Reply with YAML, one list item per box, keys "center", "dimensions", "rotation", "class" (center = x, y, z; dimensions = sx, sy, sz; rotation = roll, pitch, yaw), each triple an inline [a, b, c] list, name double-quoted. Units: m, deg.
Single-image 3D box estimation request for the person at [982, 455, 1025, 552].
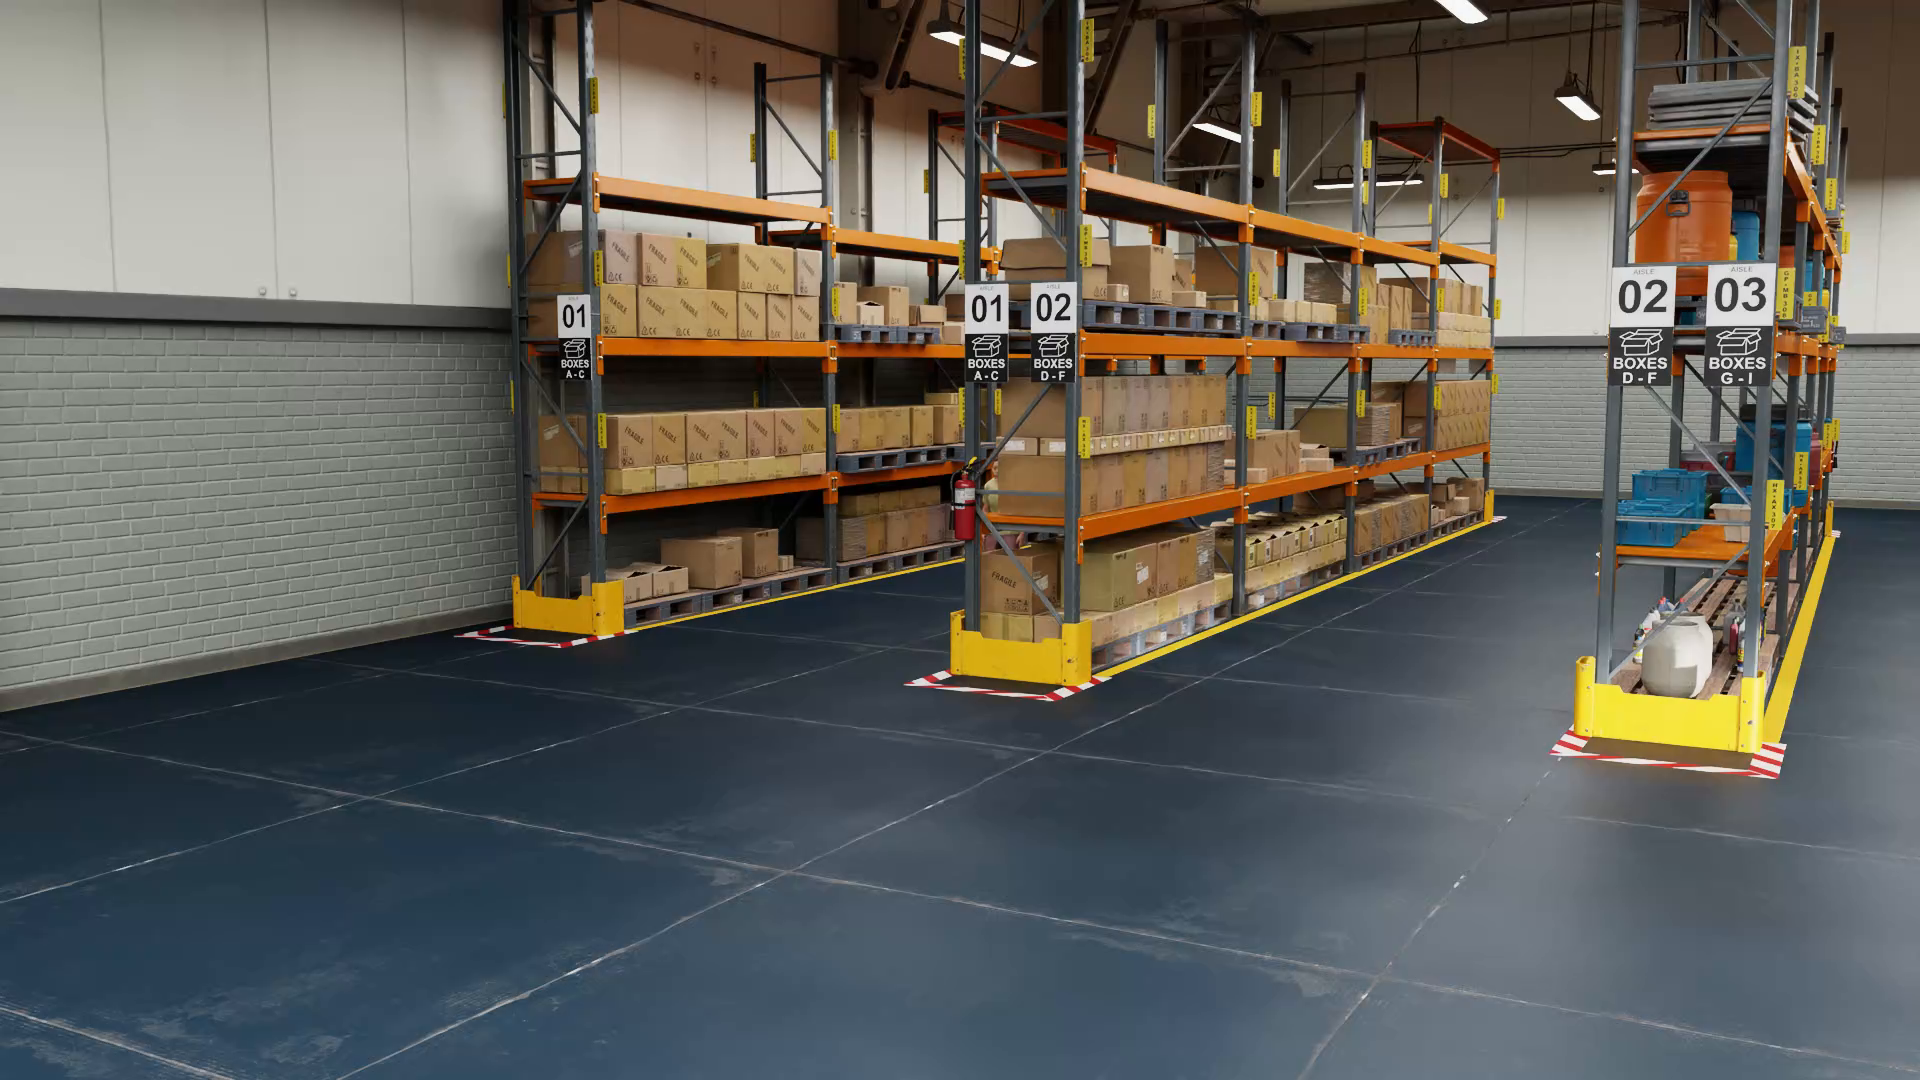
- center: [0.418, -0.034, 16.656]
  dimensions: [0.505, 1.672, 0.355]
  rotation: [3, 7, 27]
  class: "person"
